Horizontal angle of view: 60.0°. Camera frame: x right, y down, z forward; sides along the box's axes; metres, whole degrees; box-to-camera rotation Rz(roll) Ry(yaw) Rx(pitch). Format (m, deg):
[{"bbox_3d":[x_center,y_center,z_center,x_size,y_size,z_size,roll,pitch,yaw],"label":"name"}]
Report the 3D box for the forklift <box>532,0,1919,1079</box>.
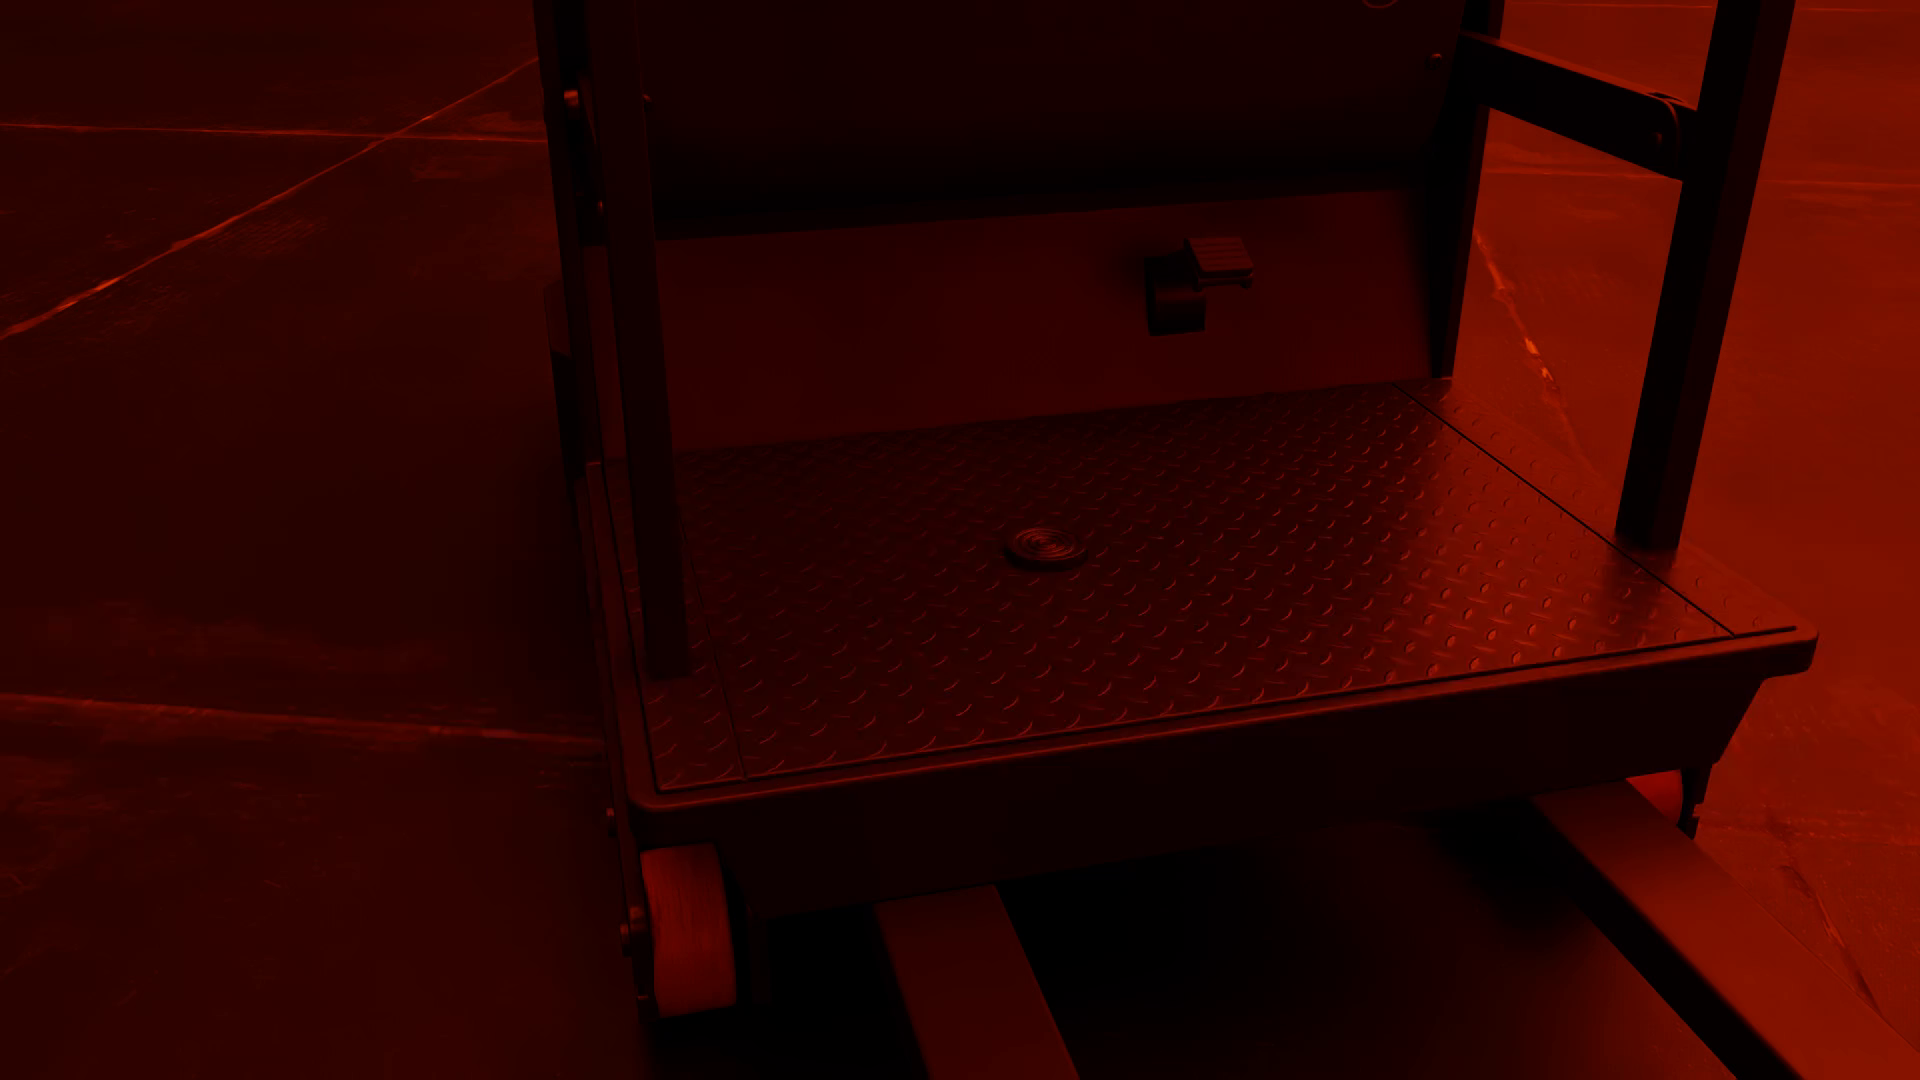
[{"bbox_3d":[0.153,-1.049,1.319,1.130,2.935,3.031,-7,27,-13],"label":"forklift"}]
